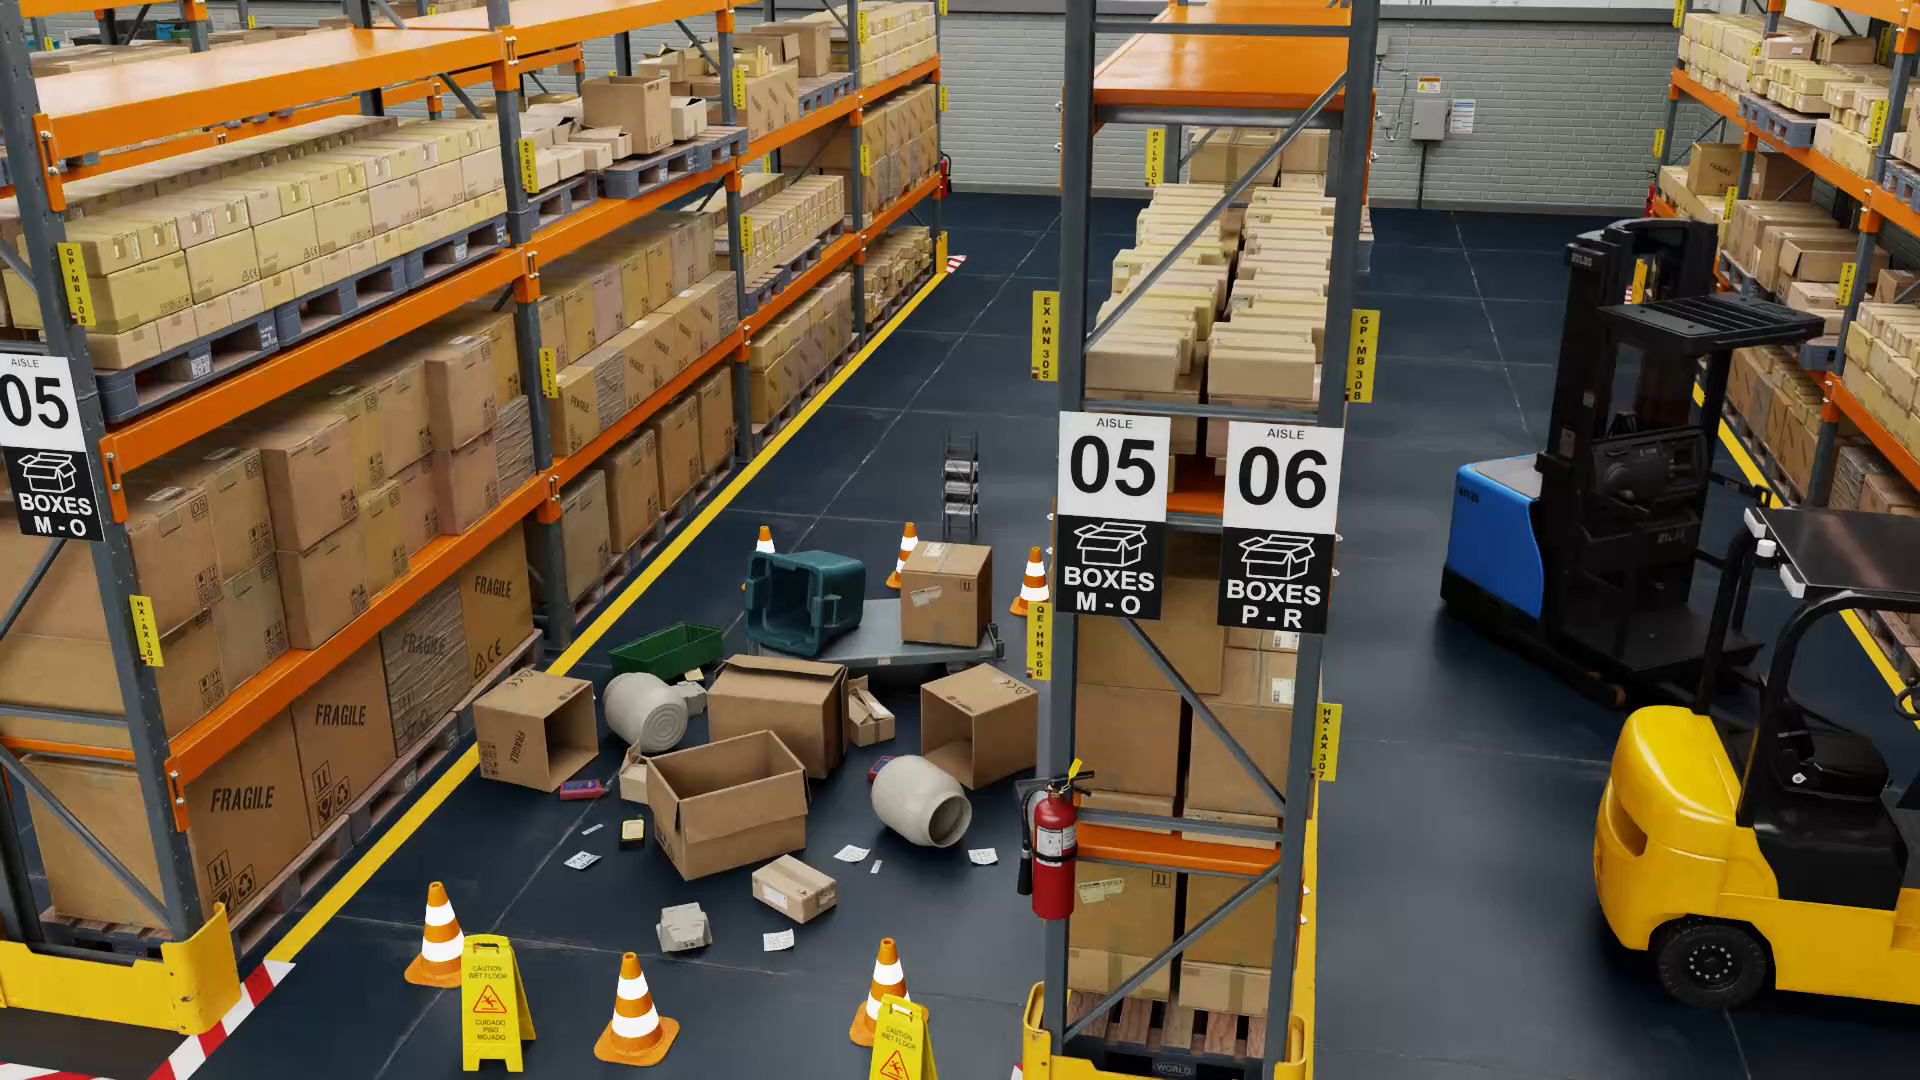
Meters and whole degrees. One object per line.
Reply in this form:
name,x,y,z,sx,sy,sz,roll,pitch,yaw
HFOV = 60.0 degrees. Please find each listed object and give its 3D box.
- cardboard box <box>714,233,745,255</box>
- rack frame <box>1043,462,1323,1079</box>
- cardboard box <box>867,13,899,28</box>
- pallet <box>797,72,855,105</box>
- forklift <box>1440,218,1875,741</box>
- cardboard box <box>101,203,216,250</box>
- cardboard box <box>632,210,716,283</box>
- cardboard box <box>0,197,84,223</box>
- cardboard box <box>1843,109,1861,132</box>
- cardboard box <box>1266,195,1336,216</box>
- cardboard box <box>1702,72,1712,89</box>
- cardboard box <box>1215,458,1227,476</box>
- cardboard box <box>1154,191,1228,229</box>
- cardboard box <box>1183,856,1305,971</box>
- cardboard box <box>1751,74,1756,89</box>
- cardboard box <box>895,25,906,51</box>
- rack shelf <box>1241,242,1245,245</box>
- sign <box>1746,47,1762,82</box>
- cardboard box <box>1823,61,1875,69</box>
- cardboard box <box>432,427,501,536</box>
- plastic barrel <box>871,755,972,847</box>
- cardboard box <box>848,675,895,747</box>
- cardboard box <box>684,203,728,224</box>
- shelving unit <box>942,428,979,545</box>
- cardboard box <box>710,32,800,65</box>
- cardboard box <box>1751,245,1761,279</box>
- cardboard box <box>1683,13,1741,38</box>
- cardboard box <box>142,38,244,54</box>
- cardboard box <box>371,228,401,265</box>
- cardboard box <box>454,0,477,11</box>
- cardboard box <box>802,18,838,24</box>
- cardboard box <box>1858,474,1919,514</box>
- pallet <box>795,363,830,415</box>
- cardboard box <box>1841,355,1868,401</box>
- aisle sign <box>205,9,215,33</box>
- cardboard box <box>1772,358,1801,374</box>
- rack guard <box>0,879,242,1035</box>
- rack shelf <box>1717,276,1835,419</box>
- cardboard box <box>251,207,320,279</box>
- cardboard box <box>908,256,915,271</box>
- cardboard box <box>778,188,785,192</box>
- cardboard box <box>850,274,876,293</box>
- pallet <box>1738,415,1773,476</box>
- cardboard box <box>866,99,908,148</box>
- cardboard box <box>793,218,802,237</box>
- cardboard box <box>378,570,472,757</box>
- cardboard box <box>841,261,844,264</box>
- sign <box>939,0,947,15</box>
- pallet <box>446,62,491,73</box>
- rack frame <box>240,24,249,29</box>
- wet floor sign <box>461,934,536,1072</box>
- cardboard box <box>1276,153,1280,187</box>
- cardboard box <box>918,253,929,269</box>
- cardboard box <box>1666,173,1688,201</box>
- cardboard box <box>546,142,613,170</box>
cardboard box,-2.102,-2.652,14.902,0.380,0.149,0.250,4,22,11
rack frame,0.848,1.124,6.547,1.000,3.000,0.127,4,22,11
cardboard box,-0.918,-6.005,19.232,0.380,0.149,0.250,4,22,9
pallet,-1.800,-4.692,17.224,1.213,0.211,1.003,4,22,11
forklift,4.538,-0.454,10.558,1.130,2.935,3.031,-9,24,-21
cardboard box,-3.535,-1.385,7.336,0.380,0.149,0.250,4,22,10
cardboard box,-2.488,-2.489,14.046,0.700,0.500,0.500,4,22,11
cardboard box,-4.178,-1.436,7.462,0.380,0.149,0.250,5,22,12
cardboard box,7.335,-3.361,13.336,0.380,0.149,0.250,4,22,11
cardboard box,1.835,-1.750,8.938,0.380,0.149,0.250,4,22,10
cardboard box,8.272,-4.973,18.008,0.380,0.149,0.250,5,22,11
cardboard box,1.199,-0.350,6.529,0.380,0.149,0.250,4,22,9
cardboard box,1.256,-1.796,9.052,0.380,0.149,0.250,5,23,13
cardboard box,1.287,1.574,7.544,0.500,0.500,0.500,4,22,9
cardboard box,7.706,-4.325,15.702,0.380,0.149,0.250,5,22,12
cardboard box,-0.924,-5.876,19.444,0.500,0.250,0.500,3,22,9
rack shelf,2.072,-2.128,11.570,1.077,0.370,4.000,4,22,11
sign,7.623,-4.557,15.947,0.100,0.325,0.005,4,22,11
cardboard box,8.179,-4.327,15.310,0.380,0.149,0.250,5,22,11
cardboard box,-3.356,-0.410,10.156,0.875,0.550,0.550,4,22,11
plastic barrel,-0.213,1.448,9.191,0.421,0.421,0.512,-16,27,-35
cardboard box,-0.604,1.064,10.357,0.258,0.266,0.396,-11,25,-26
cardboard box,-2.469,-3.183,16.220,0.380,0.149,0.250,6,23,14
shelving unit,0.002,-0.420,13.193,0.258,0.900,0.210,4,22,11
cardboard box,-2.014,-4.684,16.254,0.797,0.503,0.637,4,22,10
cardboard box,7.497,-2.541,15.266,0.396,0.266,0.258,6,23,14
cardboard box,8.636,-5.899,19.104,0.500,0.250,0.500,4,22,10
cardboard box,-7.167,-4.420,15.597,0.797,0.503,0.637,6,23,14
cardboard box,-3.222,-1.572,8.866,0.380,0.149,0.250,4,22,10
cardboard box,-6.190,-6.186,19.854,0.700,0.500,0.500,6,23,14
cardboard box,-1.552,-5.756,18.613,0.380,0.149,0.250,5,23,13
cardboard box,7.074,-0.051,12.082,0.875,0.625,0.625,5,23,13
pallet,-1.974,-1.579,16.992,1.003,0.211,1.213,4,22,11
cardboard box,7.010,-1.212,12.547,0.500,0.250,0.500,5,22,11
aisle sign,-10.714,-7.115,23.526,0.394,0.787,0.004,4,22,11
cardboard box,7.591,-1.530,15.052,0.380,0.149,0.250,5,22,11
rack guard,-4.024,1.952,7.838,1.175,0.500,0.348,4,22,11
rack shelf,7.748,-1.822,14.827,1.077,0.370,4.000,4,22,11
cardboard box,-3.464,-1.445,8.017,0.500,0.250,0.500,4,22,10
cardboard box,-0.780,-3.483,20.842,0.380,0.149,0.250,5,22,12
cardboard box,-2.101,-3.712,17.932,0.380,0.149,0.250,5,22,12
cardboard box,-1.183,-2.960,19.145,0.380,0.149,0.250,6,23,14
pallet,7.781,-0.846,15.172,1.003,0.211,1.213,4,22,11
cardboard box,-0.909,-4.960,19.783,0.500,0.500,0.500,4,22,9
cardboard box,-1.779,-3.090,16.387,0.380,0.149,0.250,5,23,13
cardboard box,-3.580,0.666,9.966,0.875,0.875,0.875,5,22,11
cardboard box,-1.601,-3.286,19.956,0.380,0.149,0.250,3,22,8
sign,-0.215,-6.820,21.073,0.100,0.325,0.005,4,22,11
pallet,-6.228,-5.669,19.517,1.003,0.211,1.213,4,22,11
rack frame,-10.438,-5.861,23.890,1.000,3.000,0.127,4,22,11
wet floor sign,-2.086,2.037,7.431,0.267,0.644,0.232,1,22,2
cardboard box,1.855,-2.451,11.048,0.500,0.250,0.500,5,22,12
cardboard box,-0.611,-3.630,21.606,0.380,0.149,0.250,5,23,13
cardboard box,8.513,-4.089,19.294,0.500,0.250,0.500,5,22,11
cardboard box,-2.662,-2.688,11.638,0.380,0.149,0.250,4,22,11
